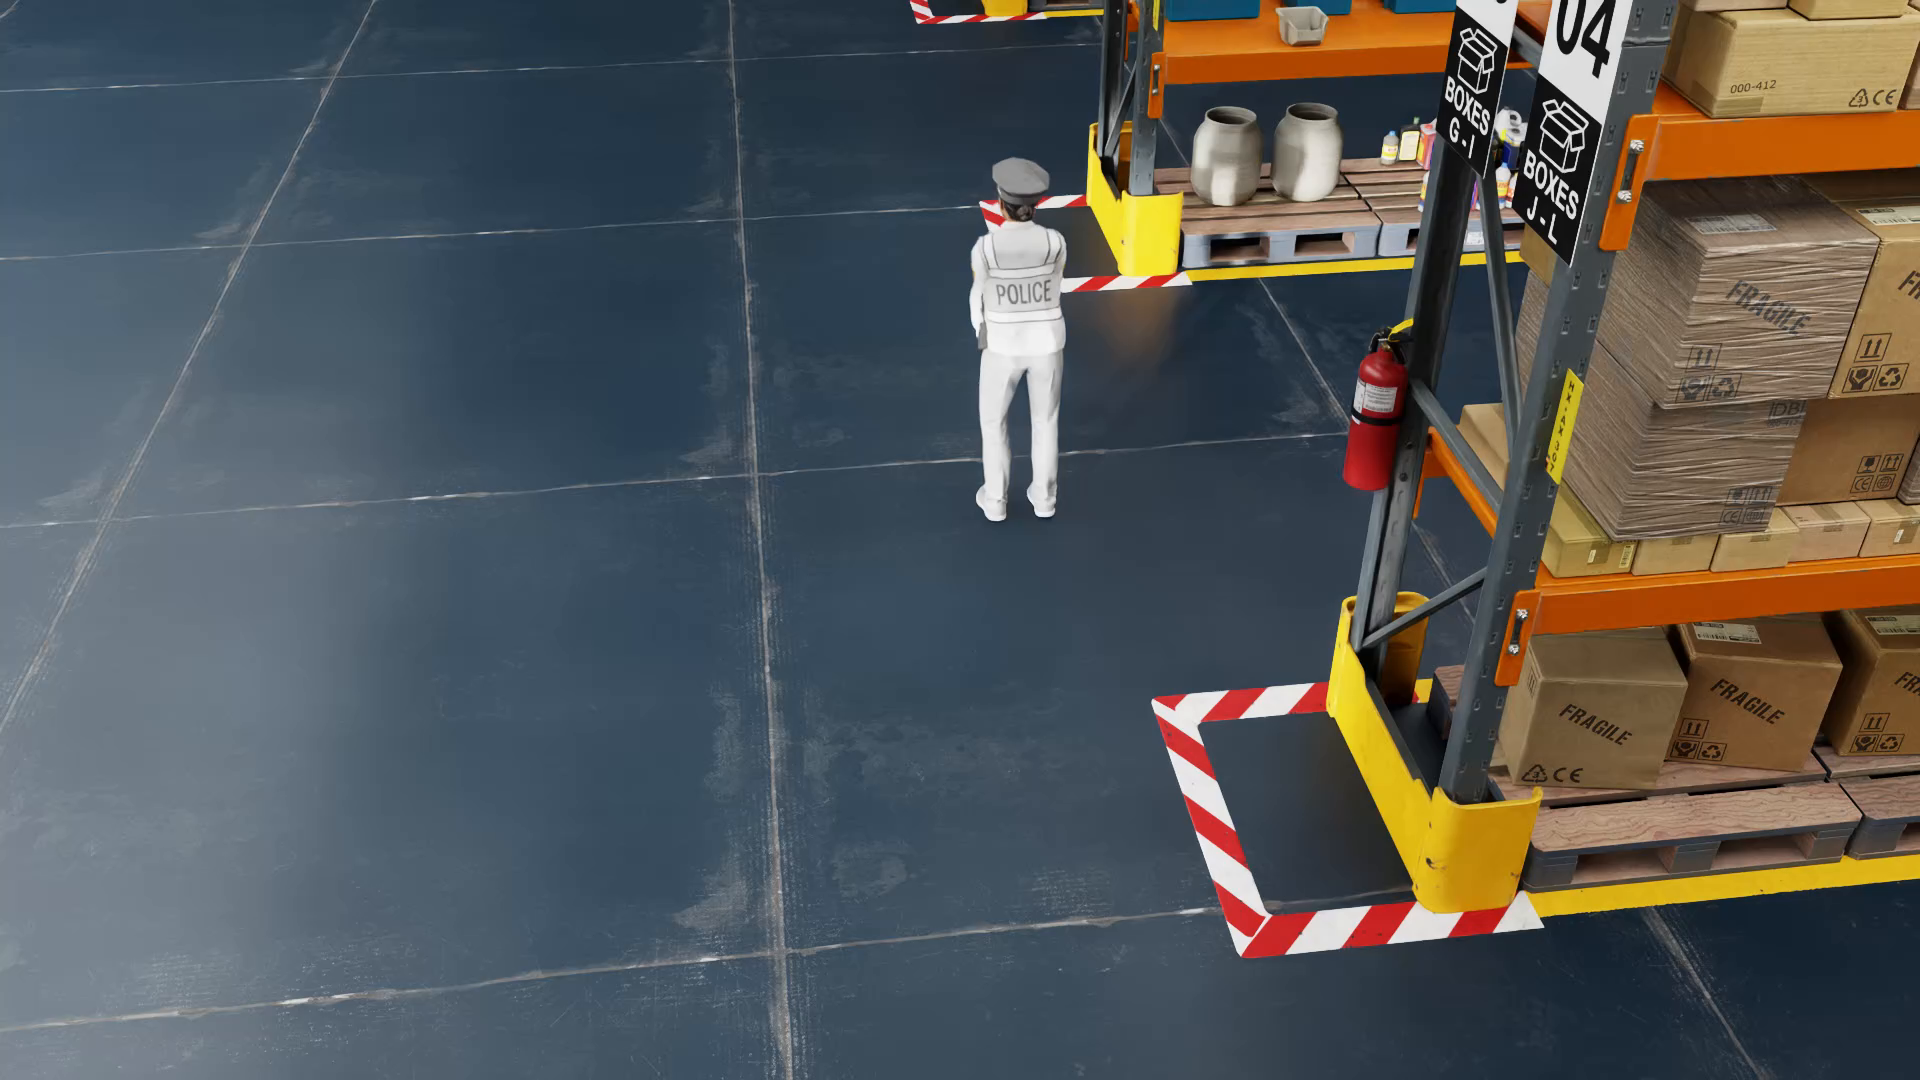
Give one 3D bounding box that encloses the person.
[{"bbox_3d":[0.248,-0.880,7.407,0.415,1.665,0.542,-5,35,-7],"label":"person"}]
